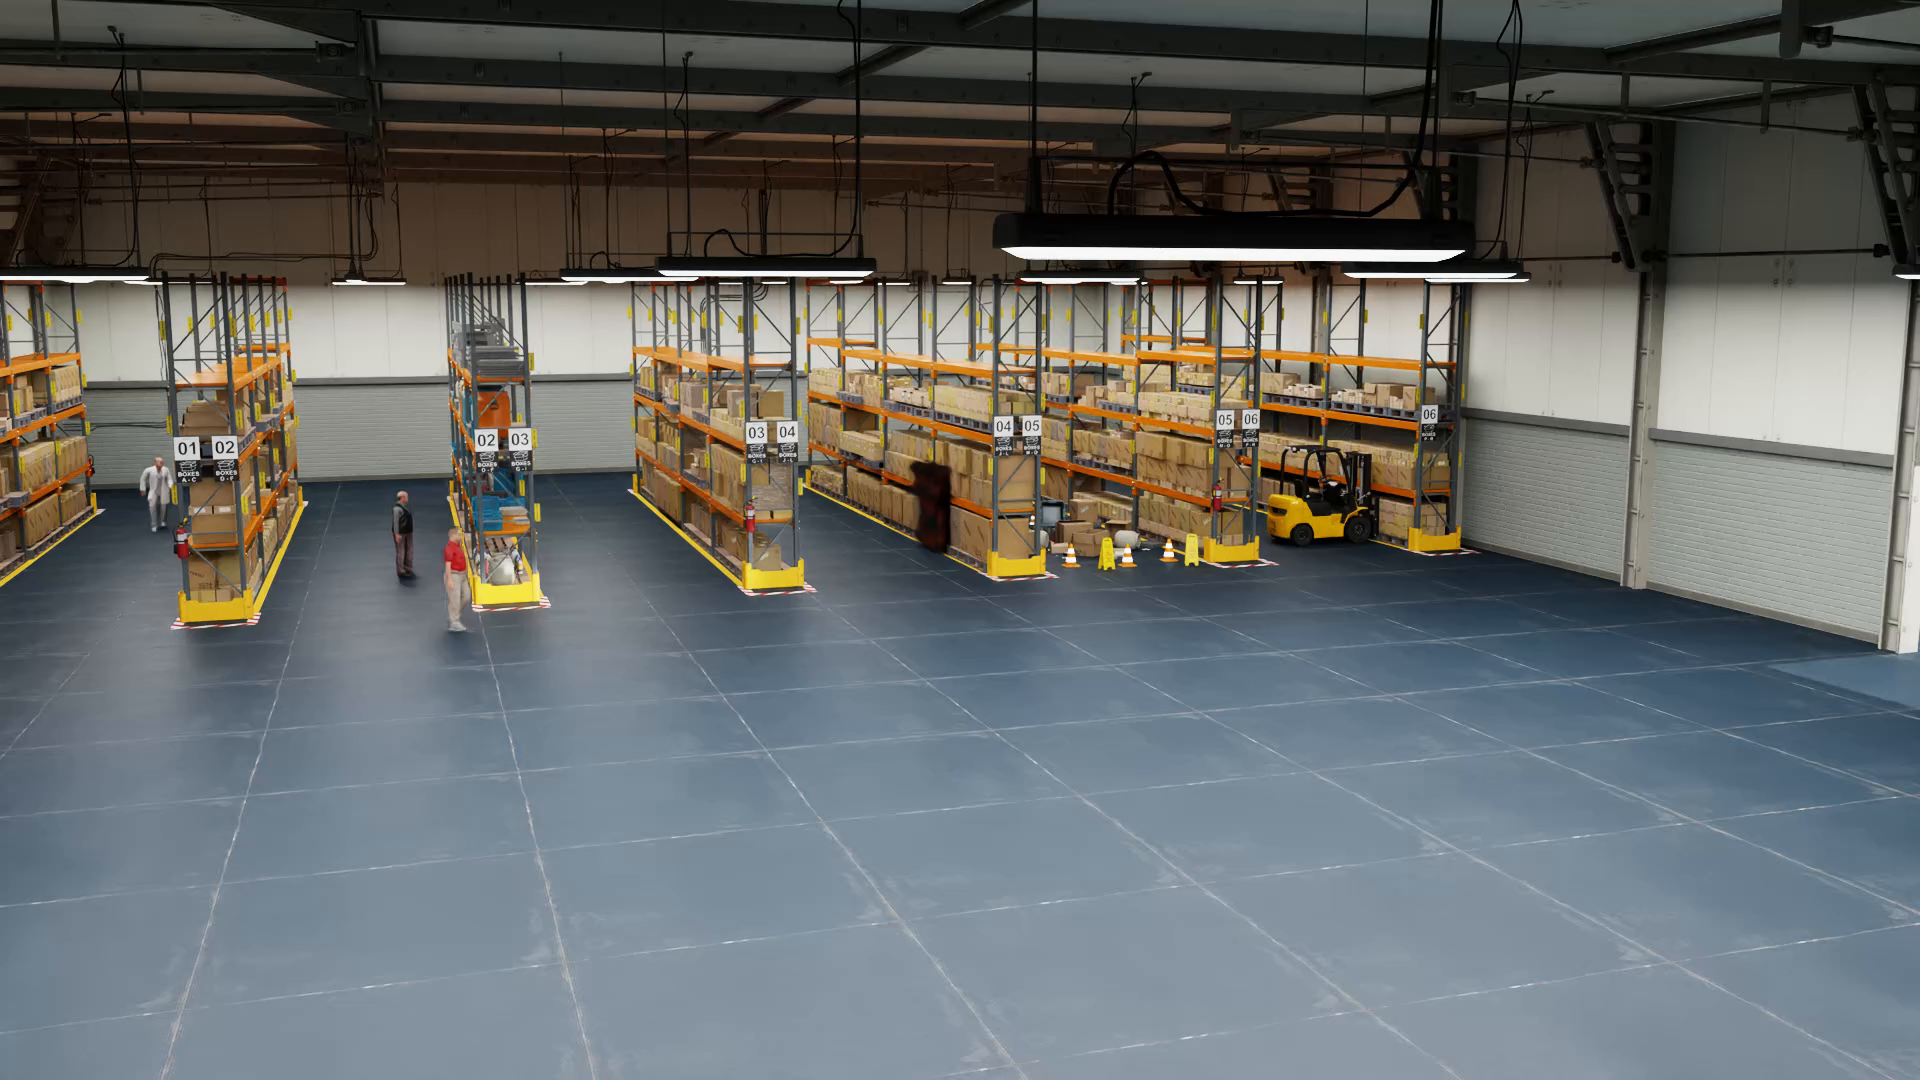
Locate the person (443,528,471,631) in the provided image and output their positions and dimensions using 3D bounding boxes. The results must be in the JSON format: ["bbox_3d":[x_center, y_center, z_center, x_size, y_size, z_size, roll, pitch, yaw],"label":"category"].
[{"bbox_3d":[-8.544,0.660,28.054,0.515,1.733,0.605,1,9,10],"label":"person"}]

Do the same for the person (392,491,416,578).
[{"bbox_3d":[-11.109,-0.100,33.183,0.388,1.753,0.602,3,9,18],"label":"person"}]

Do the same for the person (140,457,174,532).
[{"bbox_3d":[-19.196,-1.089,39.810,0.780,1.810,0.935,-2,9,-15],"label":"person"}]
